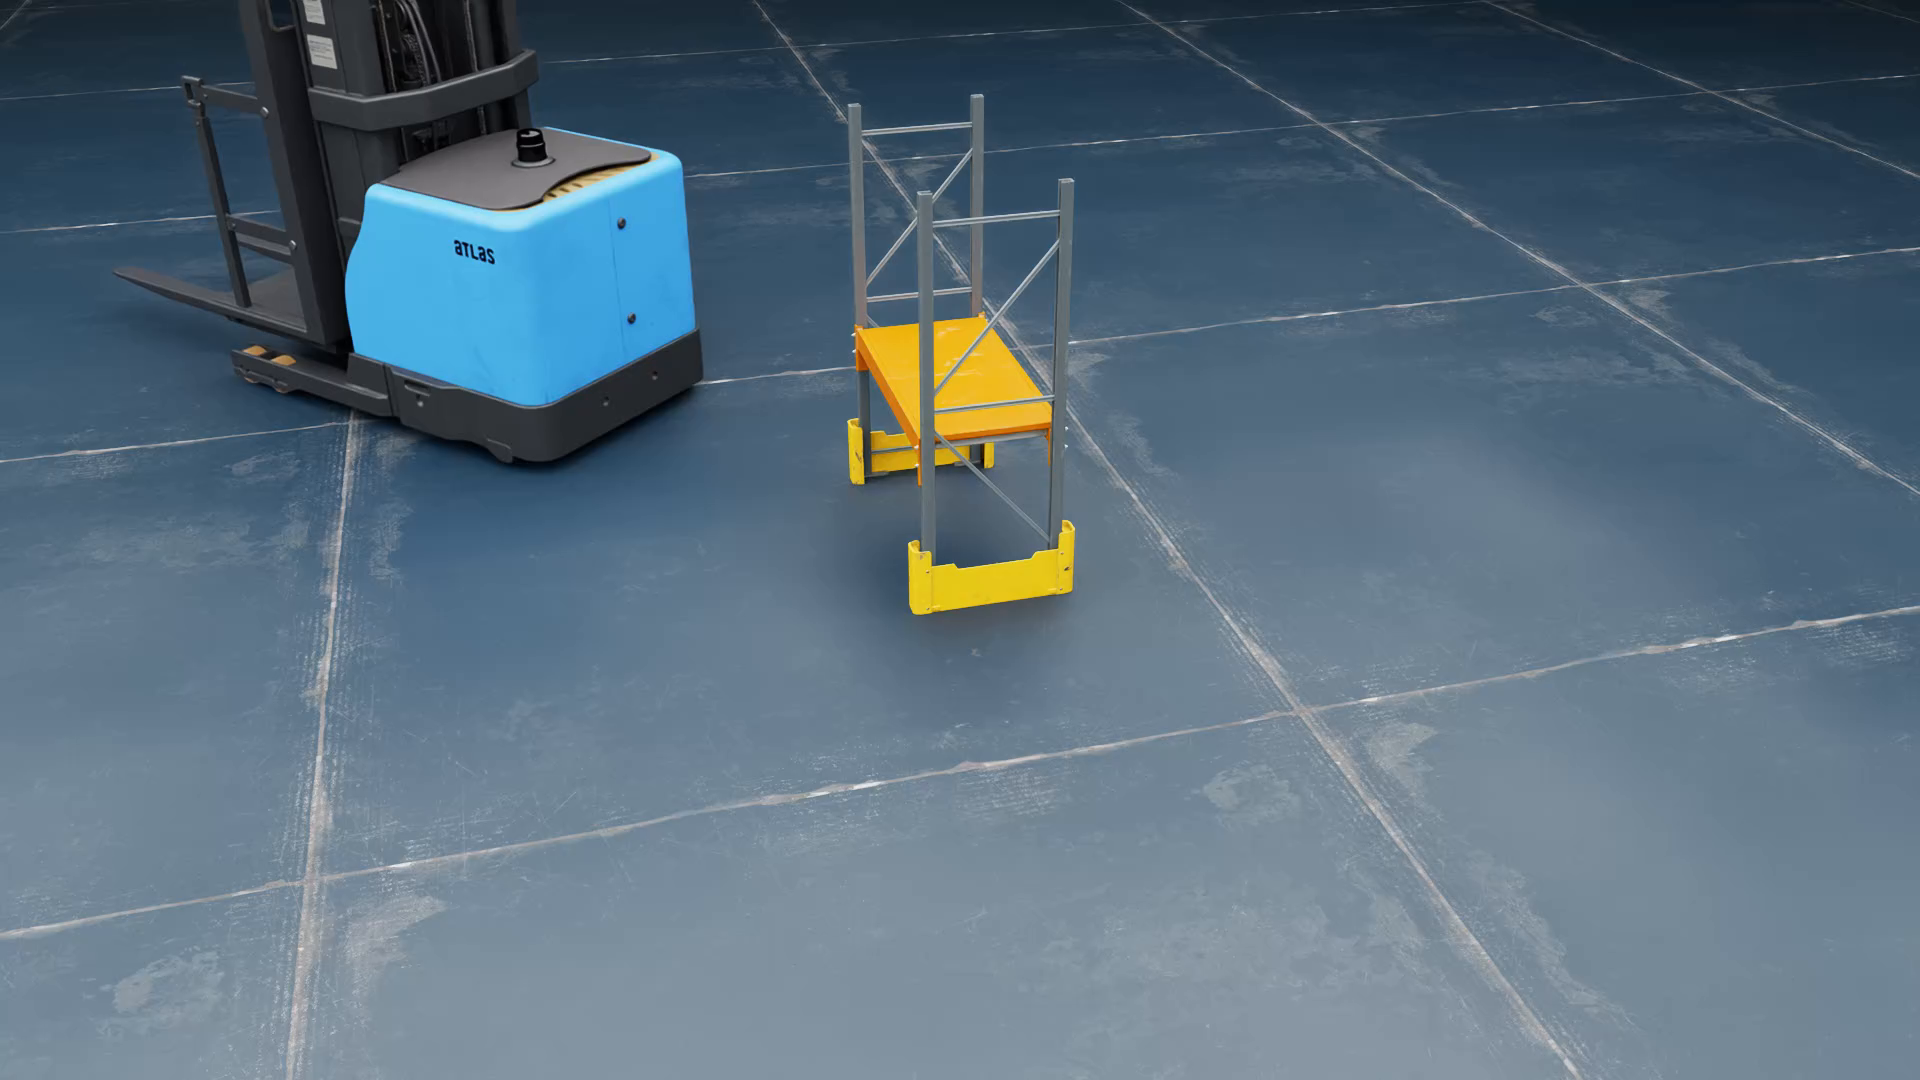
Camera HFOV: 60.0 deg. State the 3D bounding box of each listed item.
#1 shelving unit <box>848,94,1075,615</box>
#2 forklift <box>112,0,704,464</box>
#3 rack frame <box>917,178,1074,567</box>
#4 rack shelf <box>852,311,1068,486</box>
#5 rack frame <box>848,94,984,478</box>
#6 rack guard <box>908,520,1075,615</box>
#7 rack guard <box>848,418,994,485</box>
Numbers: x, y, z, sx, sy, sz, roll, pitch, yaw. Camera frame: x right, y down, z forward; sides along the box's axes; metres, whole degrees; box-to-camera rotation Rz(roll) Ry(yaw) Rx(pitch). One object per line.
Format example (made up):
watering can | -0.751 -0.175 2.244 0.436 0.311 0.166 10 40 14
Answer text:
shelving unit | -0.020 -0.686 5.938 0.587 1.500 1.083 -8 31 -13
forklift | -2.655 -2.123 6.991 3.031 2.935 1.130 17 34 27
rack frame | 0.112 -0.445 5.521 0.500 1.500 0.032 -8 31 -13
rack shelf | -0.023 -0.535 6.036 0.538 0.185 1.000 -8 31 -13
rack frame | -0.158 -0.936 6.370 0.500 1.500 0.032 -8 31 -13
rack guard | 0.112 0.096 5.835 0.587 0.250 0.087 -8 31 -13
rack guard | -0.152 -0.386 6.667 0.587 0.250 0.087 -8 31 -13
